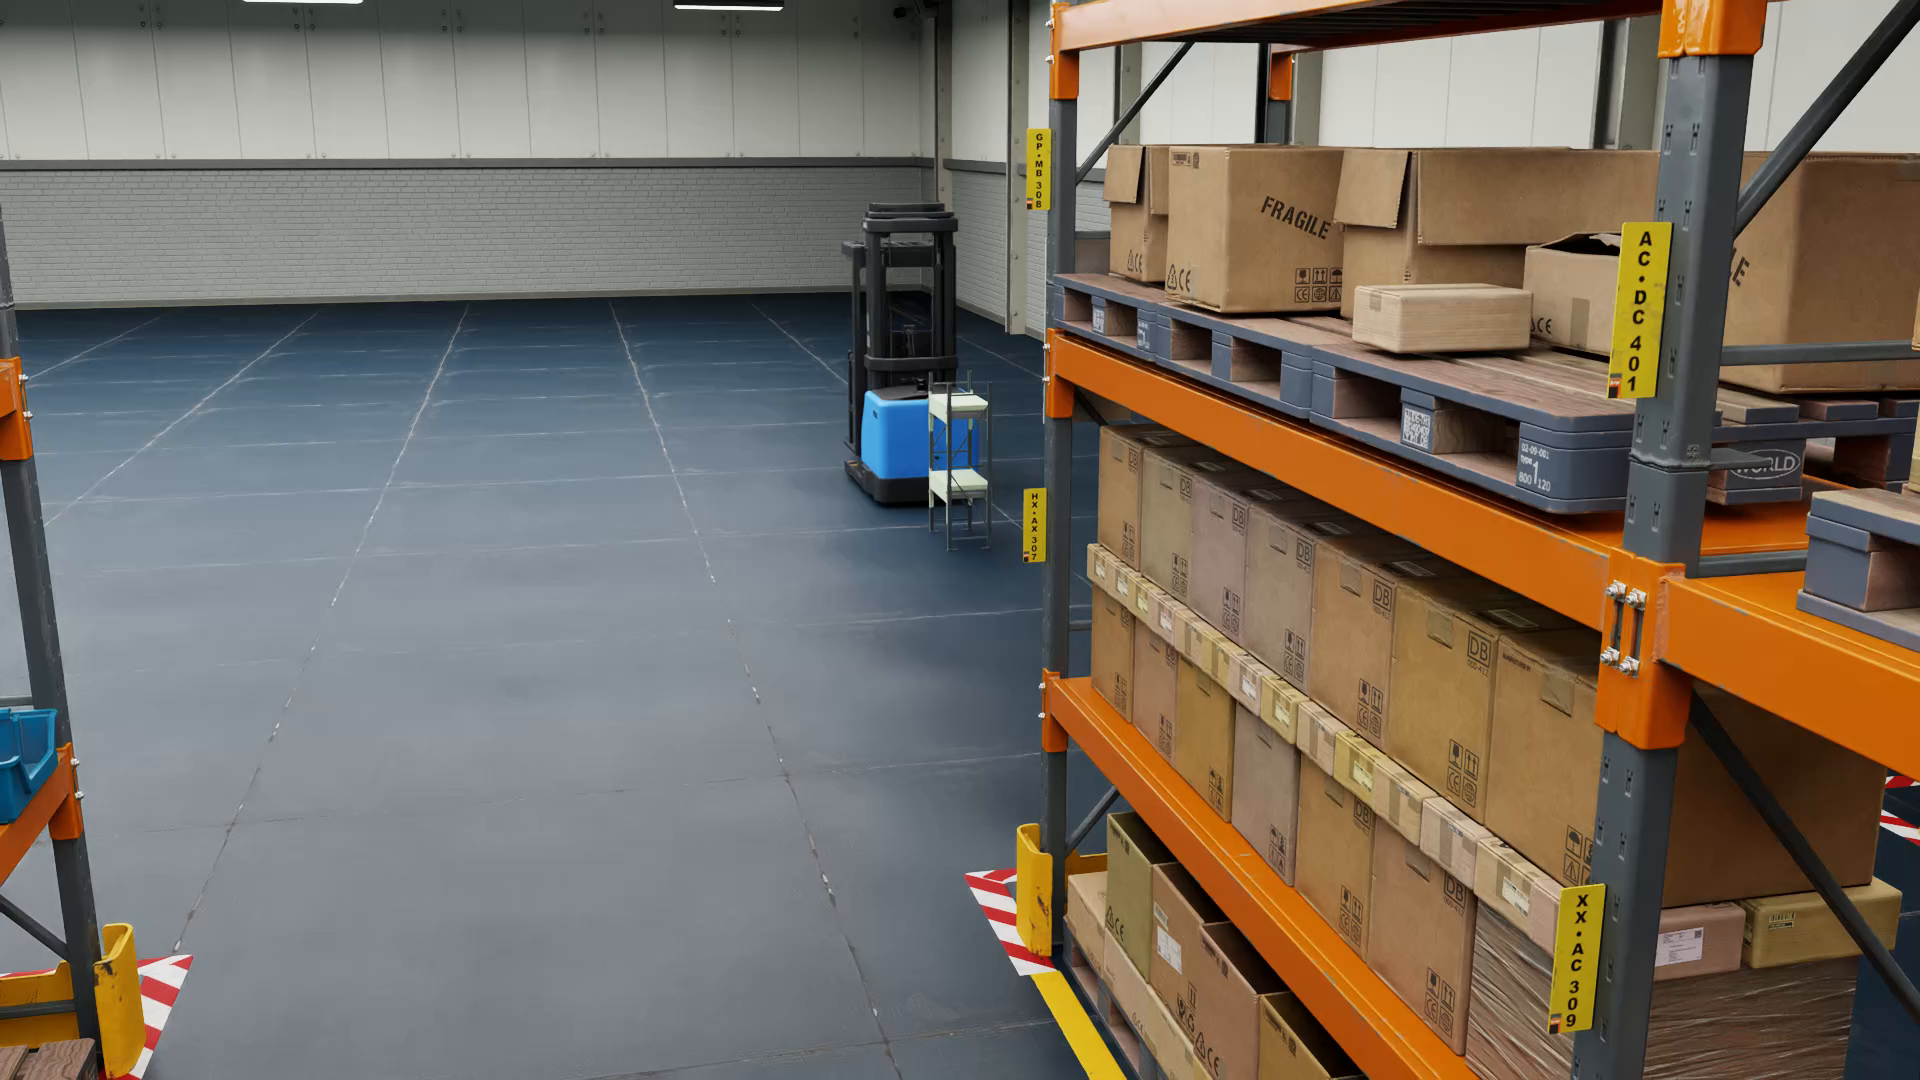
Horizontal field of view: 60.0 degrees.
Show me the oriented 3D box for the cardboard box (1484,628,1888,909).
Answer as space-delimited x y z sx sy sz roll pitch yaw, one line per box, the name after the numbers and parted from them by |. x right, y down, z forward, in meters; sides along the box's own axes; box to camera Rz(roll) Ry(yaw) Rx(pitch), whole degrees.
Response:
1.694 0.508 3.905 0.700 0.500 0.500 -3 14 -13 | cardboard box

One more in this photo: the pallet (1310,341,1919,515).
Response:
1.579 -0.320 4.107 1.003 0.211 1.213 -3 14 -13 | pallet

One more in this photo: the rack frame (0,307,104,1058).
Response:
-3.951 0.642 6.304 1.000 3.000 0.127 -3 14 -13 | rack frame

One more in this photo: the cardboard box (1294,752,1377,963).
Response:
1.450 0.901 5.030 0.700 0.500 0.500 -3 14 -12 | cardboard box

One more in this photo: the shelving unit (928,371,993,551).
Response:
-0.002 -0.730 15.078 0.431 1.500 0.755 -3 14 -13 | shelving unit

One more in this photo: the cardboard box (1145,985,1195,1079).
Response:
1.012 1.865 6.206 0.500 0.250 0.500 -3 14 -13 | cardboard box

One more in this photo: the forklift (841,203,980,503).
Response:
-0.638 -2.097 17.656 1.130 2.935 3.031 -3 14 -13 | forklift

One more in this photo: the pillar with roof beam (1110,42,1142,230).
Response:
-1.728 -6.624 23.403 9.100 9.000 0.400 -3 14 -13 | pillar with roof beam

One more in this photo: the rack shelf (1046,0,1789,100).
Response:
1.334 -1.543 4.963 1.077 0.370 4.000 -3 14 -13 | rack shelf

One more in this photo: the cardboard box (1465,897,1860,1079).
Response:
1.694 1.138 4.059 0.700 0.500 0.500 -4 14 -15 | cardboard box

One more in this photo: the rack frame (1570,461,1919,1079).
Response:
1.804 1.289 3.653 1.000 3.000 0.127 -3 14 -13 | rack frame

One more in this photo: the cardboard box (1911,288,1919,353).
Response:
1.911 -0.519 2.585 0.500 0.500 0.500 -3 14 -13 | cardboard box

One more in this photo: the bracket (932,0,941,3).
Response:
-0.004 -10.671 32.383 0.076 0.066 4.783 -3 14 -13 | bracket

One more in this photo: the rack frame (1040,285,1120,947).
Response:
0.865 0.366 7.430 1.000 3.000 0.127 -3 14 -13 | rack frame

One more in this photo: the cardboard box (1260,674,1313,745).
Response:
1.170 0.520 5.222 0.380 0.149 0.250 -3 14 -11 | cardboard box

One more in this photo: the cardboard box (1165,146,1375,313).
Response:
0.989 -1.013 5.366 0.500 0.500 0.500 -3 14 -13 | cardboard box

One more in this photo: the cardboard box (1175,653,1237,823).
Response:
1.201 0.662 6.010 0.700 0.500 0.500 -3 14 -13 | cardboard box

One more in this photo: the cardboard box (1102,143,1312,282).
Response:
0.996 -1.280 6.452 0.797 0.503 0.637 -2 14 -9 | cardboard box

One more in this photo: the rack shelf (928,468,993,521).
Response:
-0.002 -0.413 15.156 0.431 0.370 0.720 -3 14 -13 | rack shelf

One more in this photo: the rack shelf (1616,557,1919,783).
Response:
2.274 0.643 1.494 1.077 0.370 4.000 -3 14 -13 | rack shelf

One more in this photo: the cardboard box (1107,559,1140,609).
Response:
0.812 0.166 6.673 0.380 0.149 0.250 -4 14 -15 | cardboard box

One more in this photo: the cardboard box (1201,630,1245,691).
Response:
1.052 0.402 5.706 0.380 0.149 0.250 -3 14 -14 | cardboard box

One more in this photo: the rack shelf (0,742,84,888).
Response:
-3.481 1.452 4.501 1.077 0.370 4.000 -3 14 -13 | rack shelf

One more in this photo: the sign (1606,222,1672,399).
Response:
1.265 -0.426 3.099 0.100 0.325 0.005 -3 14 -13 | sign

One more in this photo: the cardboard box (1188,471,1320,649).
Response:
1.222 0.045 5.800 0.700 0.500 0.500 -3 14 -13 | cardboard box

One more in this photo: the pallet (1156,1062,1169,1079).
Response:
1.368 2.176 5.899 1.003 0.211 1.213 -3 14 -13 | pallet

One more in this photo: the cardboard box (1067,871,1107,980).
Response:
0.774 1.634 7.150 0.500 0.250 0.500 -3 14 -13 | cardboard box

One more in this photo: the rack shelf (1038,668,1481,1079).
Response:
1.334 1.177 5.627 1.077 0.370 4.000 -3 14 -13 | rack shelf

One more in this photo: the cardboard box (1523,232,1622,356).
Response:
1.815 -0.652 4.287 0.500 0.311 0.500 -4 14 -16 | cardboard box

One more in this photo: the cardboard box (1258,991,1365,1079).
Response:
1.255 1.731 5.175 0.500 0.500 0.500 -3 14 -13 | cardboard box

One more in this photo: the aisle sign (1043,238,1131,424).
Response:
0.551 -0.895 7.114 0.394 0.787 0.004 -3 14 -13 | aisle sign

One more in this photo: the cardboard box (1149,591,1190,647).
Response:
0.926 0.282 6.199 0.380 0.149 0.250 -4 14 -14 | cardboard box

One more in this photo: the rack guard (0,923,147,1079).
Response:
-3.887 1.871 6.539 1.175 0.500 0.348 -3 14 -13 | rack guard

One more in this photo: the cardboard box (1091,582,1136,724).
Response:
0.962 0.426 6.975 0.700 0.500 0.500 -3 14 -13 | cardboard box

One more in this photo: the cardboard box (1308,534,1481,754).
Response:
1.457 0.276 4.855 0.700 0.500 0.500 -3 14 -13 | cardboard box

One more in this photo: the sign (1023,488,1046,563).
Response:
0.324 -0.063 7.197 0.100 0.325 0.005 -3 14 -13 | sign

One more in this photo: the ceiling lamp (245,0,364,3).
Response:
-11.410 -10.891 28.568 2.000 3.185 0.800 -3 14 -13 | ceiling lamp

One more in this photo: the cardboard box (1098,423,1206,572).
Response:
0.974 -0.192 6.771 0.700 0.500 0.500 -3 14 -13 | cardboard box

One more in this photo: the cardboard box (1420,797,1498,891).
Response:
1.412 0.757 4.253 0.380 0.149 0.250 -4 14 -15 | cardboard box

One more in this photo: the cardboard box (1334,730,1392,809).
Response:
1.295 0.640 4.734 0.380 0.149 0.250 -3 14 -13 | cardboard box

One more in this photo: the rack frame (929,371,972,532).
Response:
-0.088 -0.815 15.424 0.400 1.500 0.023 -3 14 -13 | rack frame

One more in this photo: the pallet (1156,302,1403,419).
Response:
1.296 -0.601 5.257 1.003 0.211 1.213 -3 14 -13 | pallet

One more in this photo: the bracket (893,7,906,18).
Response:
-1.361 -12.004 37.838 0.235 0.232 0.430 -3 14 -13 | bracket

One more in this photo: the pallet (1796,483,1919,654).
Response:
2.024 0.128 2.490 0.805 0.209 1.217 -4 14 -15 | pallet

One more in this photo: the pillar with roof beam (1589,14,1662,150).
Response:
1.090 -3.856 12.072 9.100 9.000 0.400 -3 14 -13 | pillar with roof beam

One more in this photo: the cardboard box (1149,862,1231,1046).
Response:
1.024 1.500 6.120 0.500 0.500 0.500 -3 14 -13 | cardboard box

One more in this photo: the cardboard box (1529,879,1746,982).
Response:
1.532 0.875 3.772 0.380 0.149 0.250 -3 14 -13 | cardboard box
